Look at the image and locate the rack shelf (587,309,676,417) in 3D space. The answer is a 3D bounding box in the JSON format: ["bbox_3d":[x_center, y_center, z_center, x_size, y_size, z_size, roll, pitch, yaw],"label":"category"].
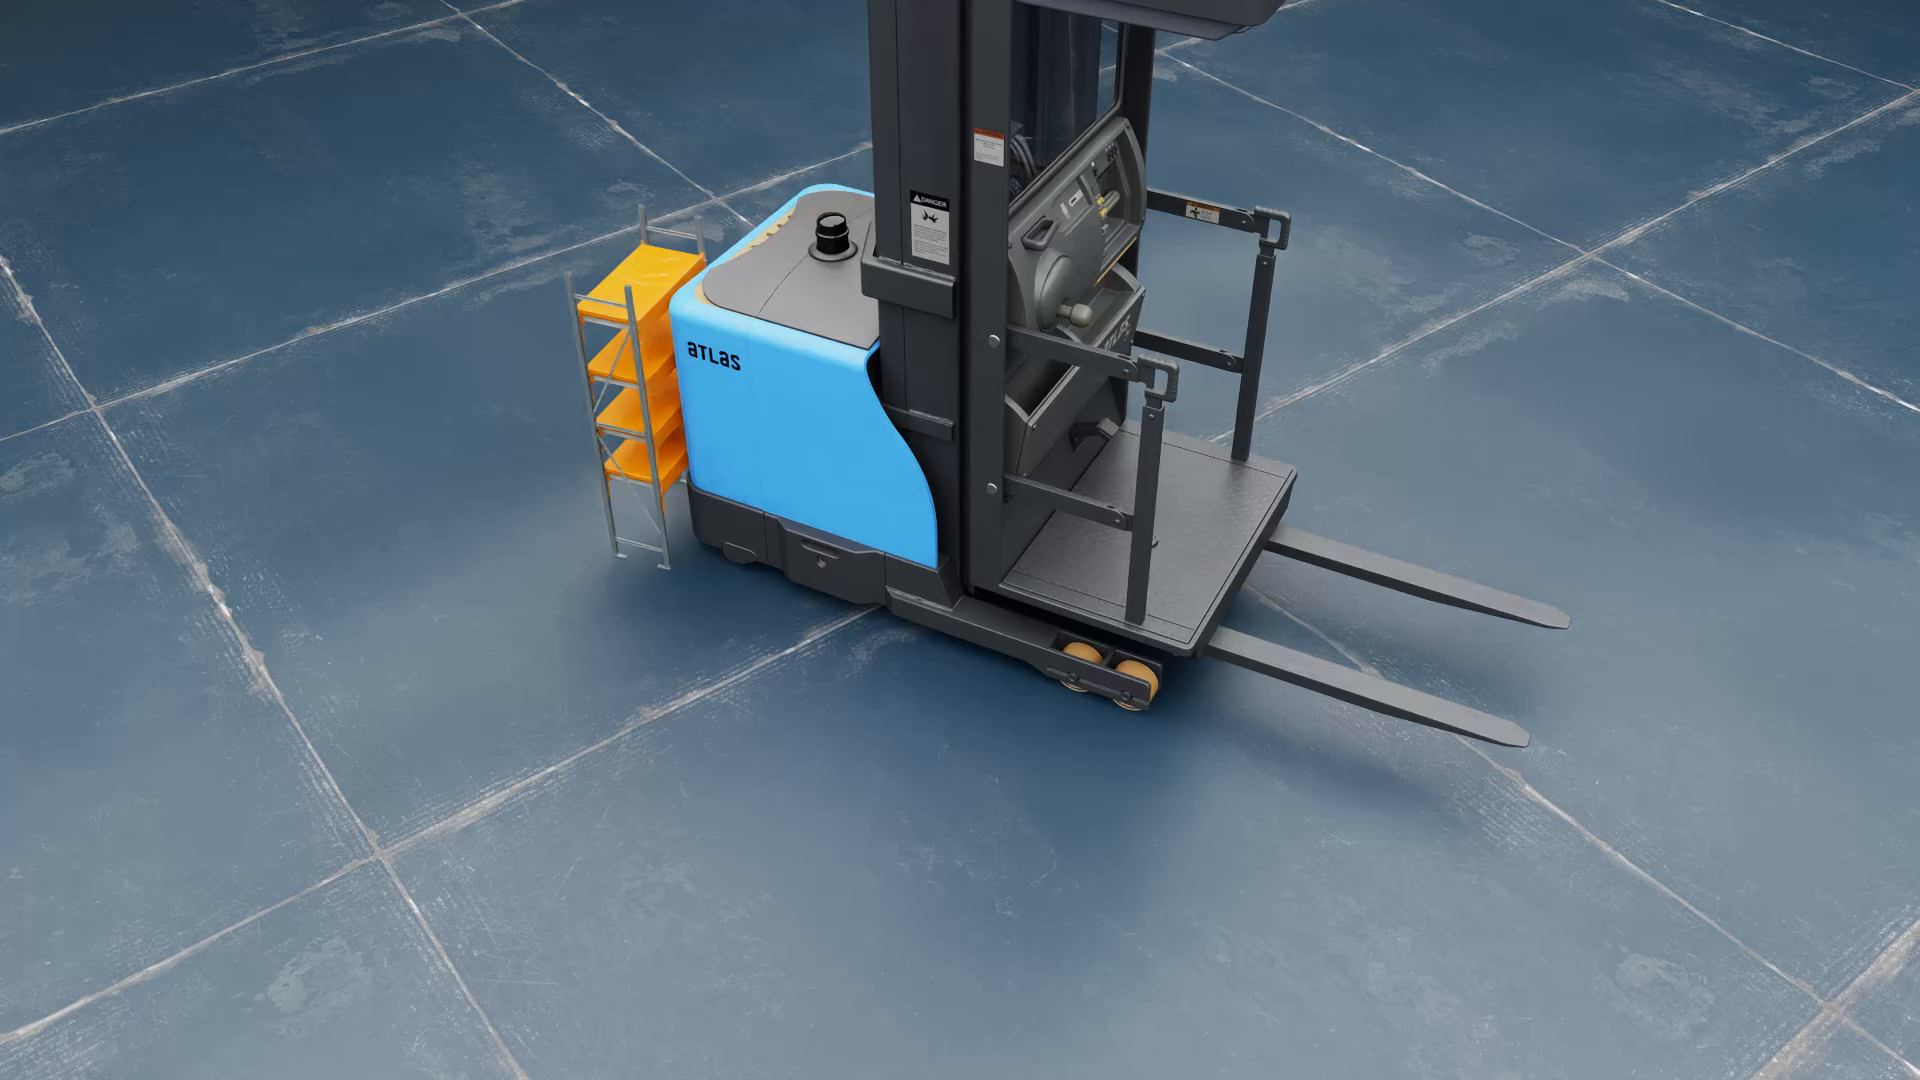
[{"bbox_3d":[-1.089,-0.647,5.847,0.258,0.148,0.480,13,41,16],"label":"rack shelf"}]

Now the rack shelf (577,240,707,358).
[{"bbox_3d":[-1.089,-0.830,5.697,0.258,0.148,0.480,13,41,16],"label":"rack shelf"}]

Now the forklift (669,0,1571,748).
[{"bbox_3d":[0.555,-0.951,5.099,3.031,2.935,1.130,18,43,21],"label":"forklift"}]

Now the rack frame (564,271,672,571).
[{"bbox_3d":[-1.175,-0.382,5.769,0.240,1.200,0.015,13,41,16],"label":"rack frame"}]

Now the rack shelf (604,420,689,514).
[{"bbox_3d":[-1.089,-0.321,6.114,0.258,0.148,0.480,13,41,16],"label":"rack shelf"}]

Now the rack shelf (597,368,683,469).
[{"bbox_3d":[-1.089,-0.474,5.988,0.258,0.148,0.480,13,41,16],"label":"rack shelf"}]

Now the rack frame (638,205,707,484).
[{"bbox_3d":[-1.003,-0.671,6.122,0.240,1.200,0.015,13,41,16],"label":"rack frame"}]

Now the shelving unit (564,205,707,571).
[{"bbox_3d":[-1.089,-0.526,5.946,0.258,1.200,0.503,13,41,16],"label":"shelving unit"}]
